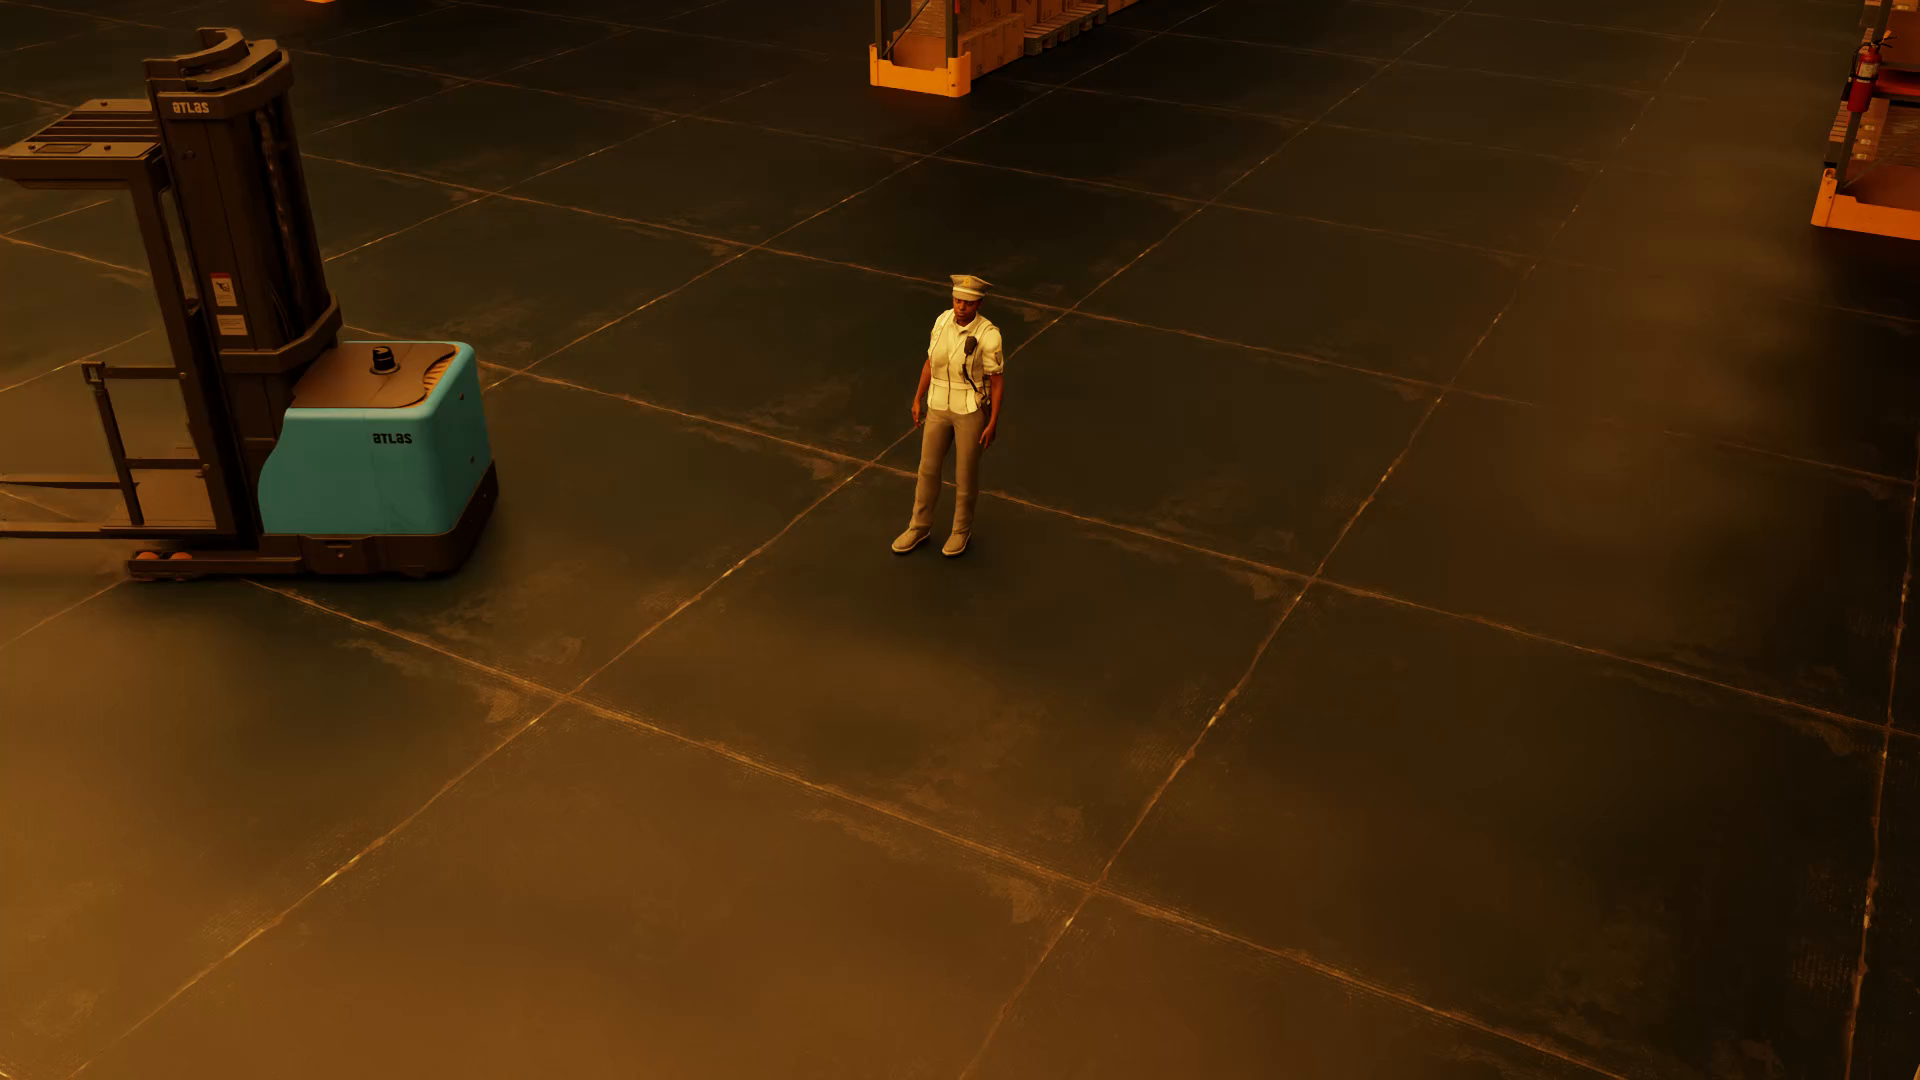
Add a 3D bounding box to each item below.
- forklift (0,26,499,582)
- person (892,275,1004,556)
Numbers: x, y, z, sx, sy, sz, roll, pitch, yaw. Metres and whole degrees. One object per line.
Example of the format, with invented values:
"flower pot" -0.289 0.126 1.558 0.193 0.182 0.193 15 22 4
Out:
"forklift" -4.393 -1.294 9.313 3.031 2.935 1.130 0 30 1
"person" -0.054 -0.712 9.527 0.569 1.695 0.528 15 33 25
